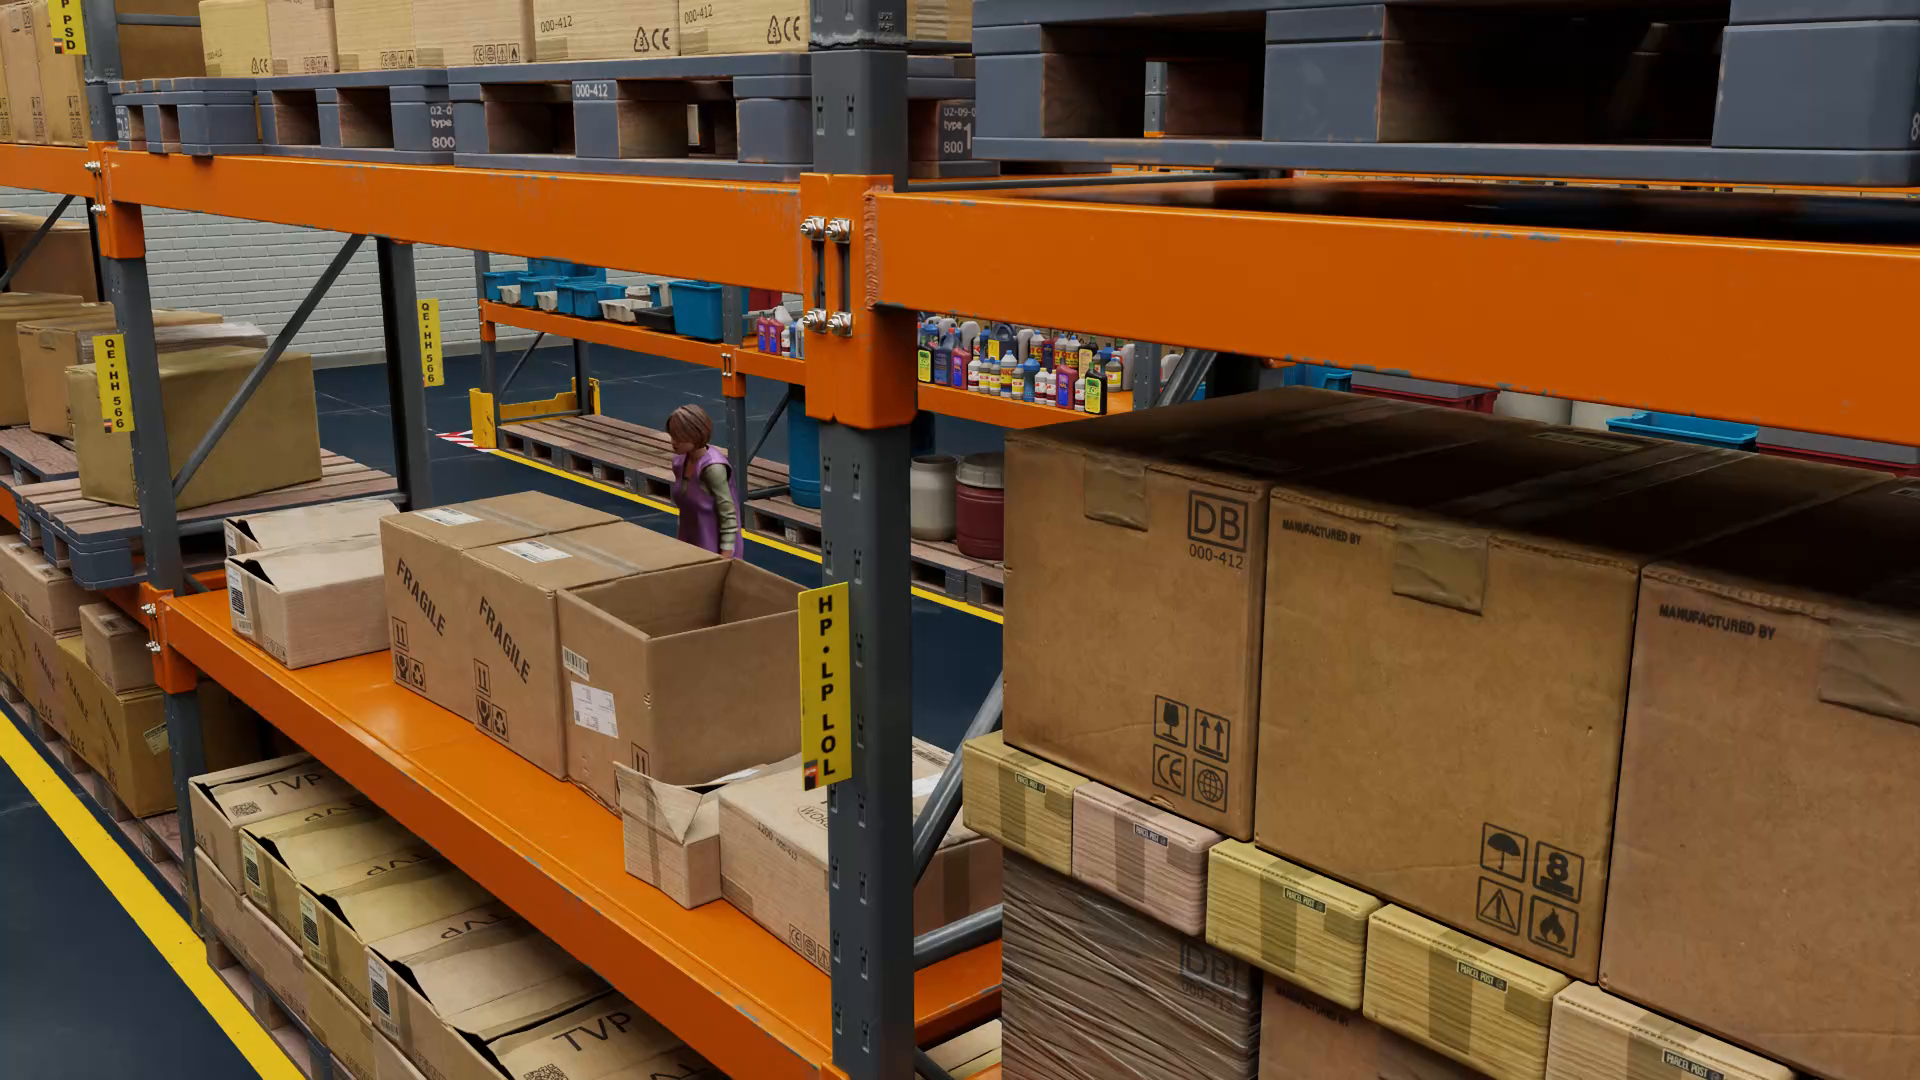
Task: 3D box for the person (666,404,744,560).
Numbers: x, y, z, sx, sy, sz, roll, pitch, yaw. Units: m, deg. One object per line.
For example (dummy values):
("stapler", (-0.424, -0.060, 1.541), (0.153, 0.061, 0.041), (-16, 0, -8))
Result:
("person", (-1.235, 0.125, 8.042), (0.344, 1.592, 0.460), (-12, 19, -39))
